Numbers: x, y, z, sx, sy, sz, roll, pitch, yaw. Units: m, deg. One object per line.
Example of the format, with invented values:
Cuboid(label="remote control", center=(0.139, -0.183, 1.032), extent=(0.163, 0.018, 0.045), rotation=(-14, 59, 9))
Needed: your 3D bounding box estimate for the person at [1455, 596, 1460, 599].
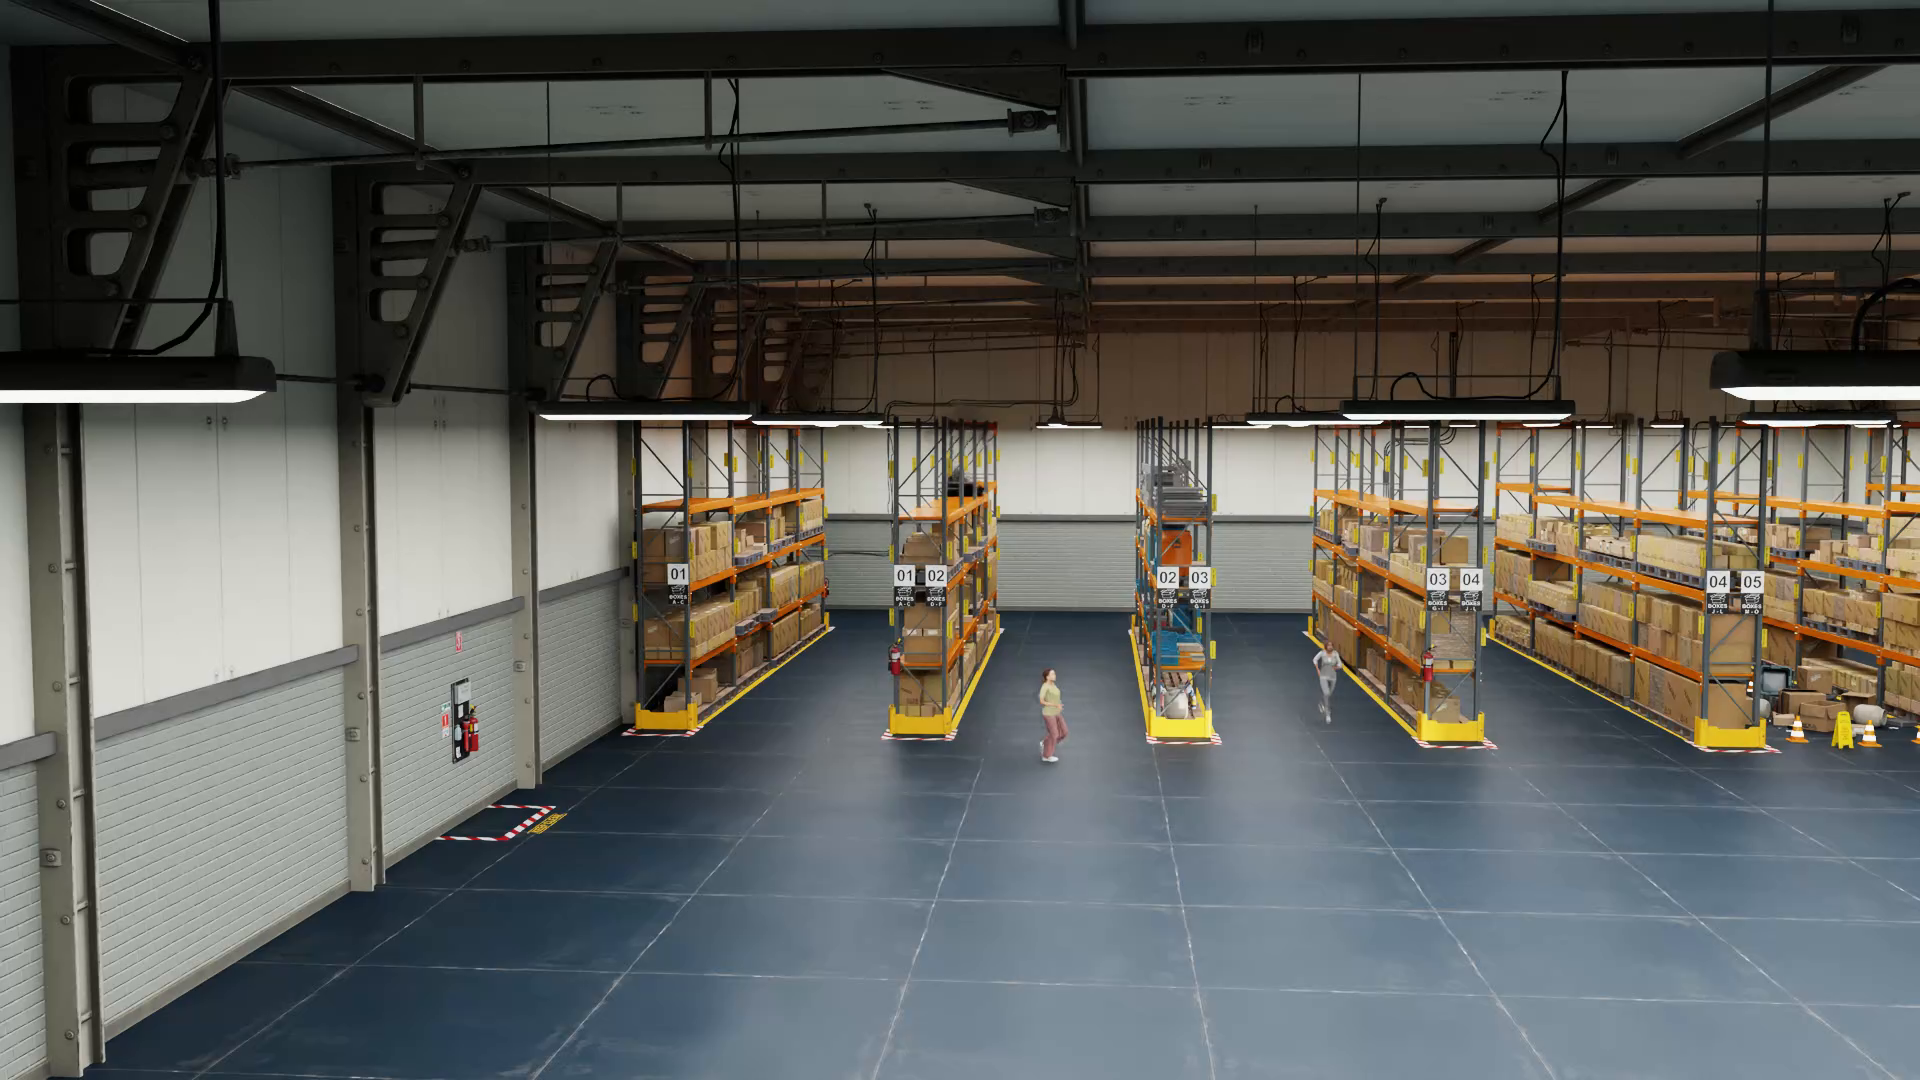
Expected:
Cuboid(label="person", center=(13.589, 1.877, 46.575), extent=(0.605, 1.609, 0.718), rotation=(-3, 5, -42))

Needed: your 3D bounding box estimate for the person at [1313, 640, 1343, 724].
Cuboid(label="person", center=(7.298, 2.783, 32.966), extent=(0.507, 1.634, 0.891), rotation=(0, 4, -7))

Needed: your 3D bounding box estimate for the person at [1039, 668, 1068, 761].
Cuboid(label="person", center=(1.600, 3.022, 28.793), extent=(0.546, 1.624, 0.574), rotation=(2, 4, 31))
